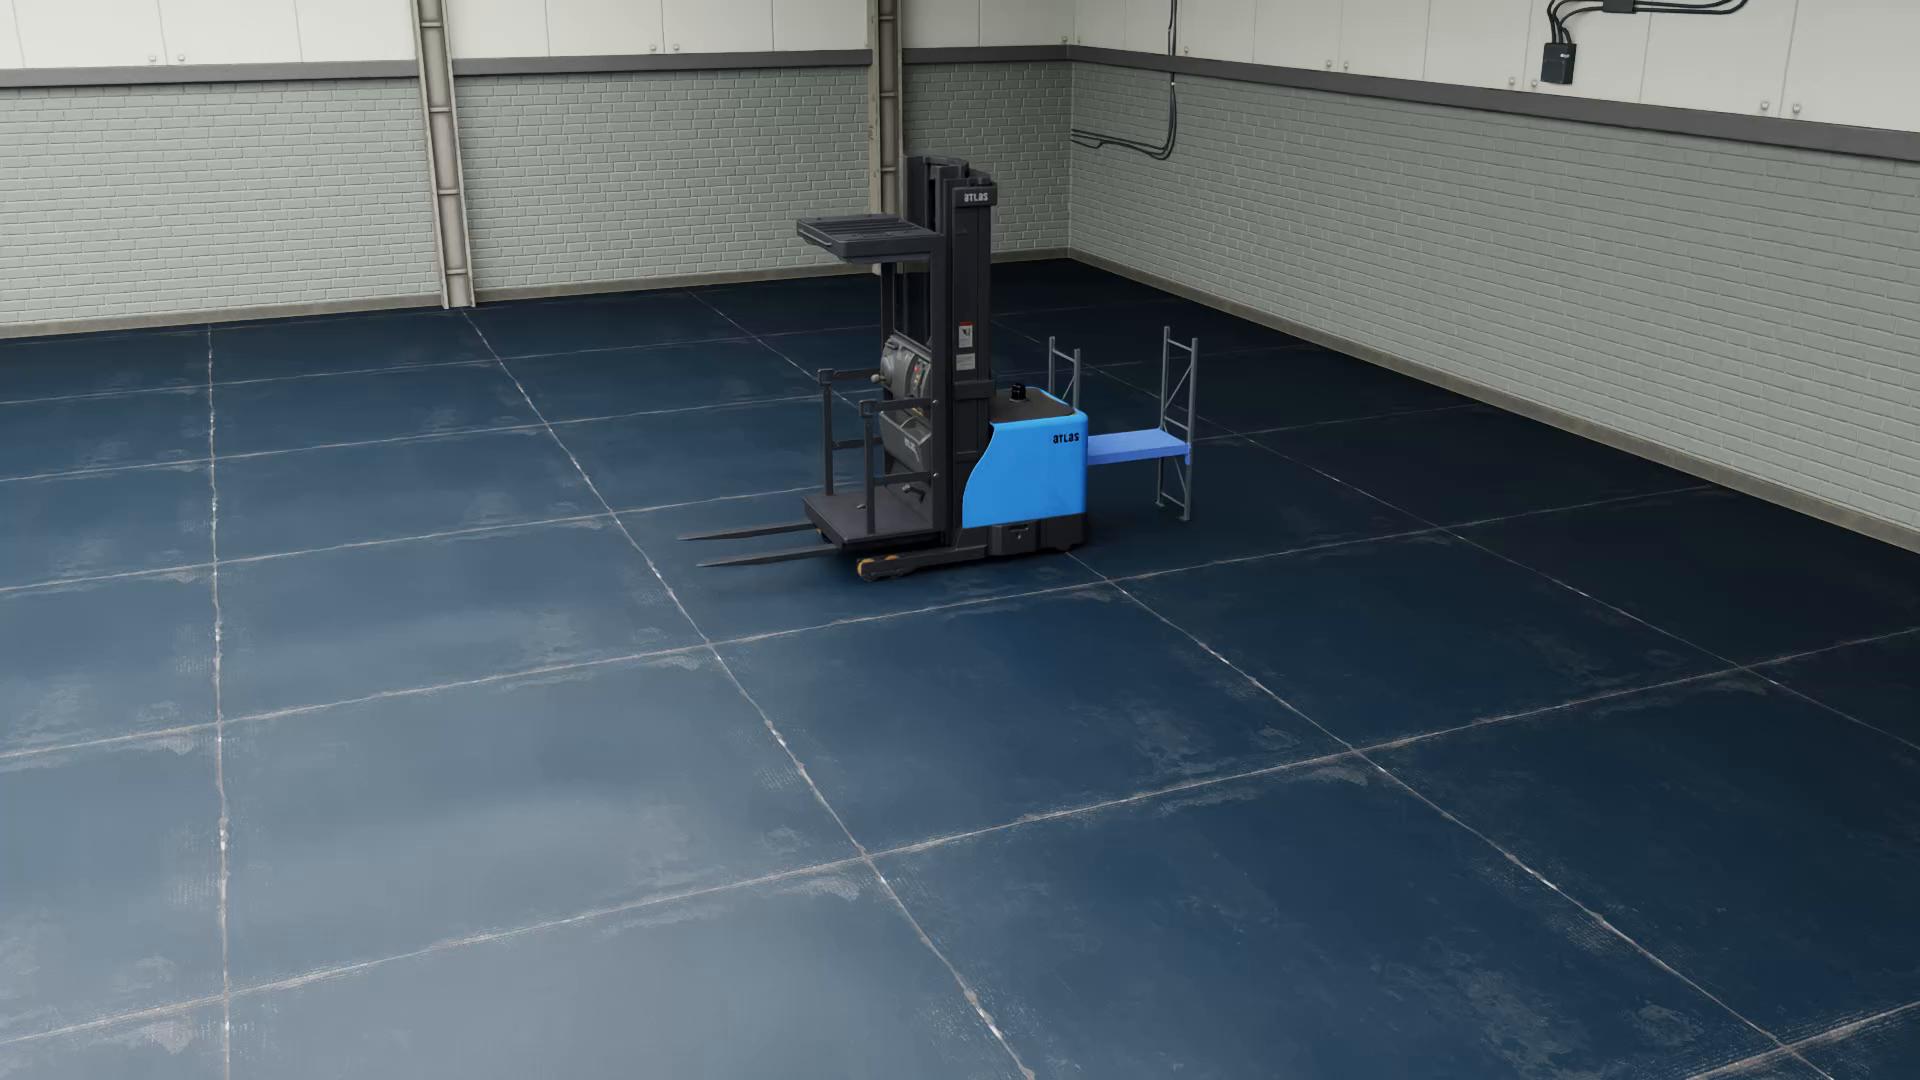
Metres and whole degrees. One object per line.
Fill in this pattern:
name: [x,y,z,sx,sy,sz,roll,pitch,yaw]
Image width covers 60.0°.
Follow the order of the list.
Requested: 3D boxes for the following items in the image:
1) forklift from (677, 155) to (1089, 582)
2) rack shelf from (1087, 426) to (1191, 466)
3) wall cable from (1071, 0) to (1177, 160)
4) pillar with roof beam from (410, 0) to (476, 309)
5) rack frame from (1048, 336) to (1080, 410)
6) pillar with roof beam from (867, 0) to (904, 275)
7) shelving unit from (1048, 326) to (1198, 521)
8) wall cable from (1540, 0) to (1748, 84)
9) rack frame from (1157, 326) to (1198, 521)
forklift: [-0.587,-1.277,12.237,3.031,2.935,1.130,-8,21,-20]
rack shelf: [1.279,-0.707,13.313,1.000,0.185,0.538,-8,21,-20]
wall cable: [2.191,-6.615,22.937,0.112,2.526,3.097,-8,21,-22]
pillar with roof beam: [-4.842,-5.994,16.495,0.400,9.000,9.100,-8,21,-22]
rack frame: [0.807,-0.814,13.075,0.032,1.500,0.500,-8,21,-20]
pillar with roof beam: [0.667,-6.783,18.737,0.400,9.000,9.100,-8,21,-22]
shelving unit: [1.279,-0.876,13.253,1.048,1.500,0.538,-8,21,-20]
wall cable: [5.937,-6.787,13.628,0.169,6.003,2.305,-8,21,-22]
rack frame: [1.752,-0.939,13.431,0.032,1.500,0.500,-8,21,-20]
